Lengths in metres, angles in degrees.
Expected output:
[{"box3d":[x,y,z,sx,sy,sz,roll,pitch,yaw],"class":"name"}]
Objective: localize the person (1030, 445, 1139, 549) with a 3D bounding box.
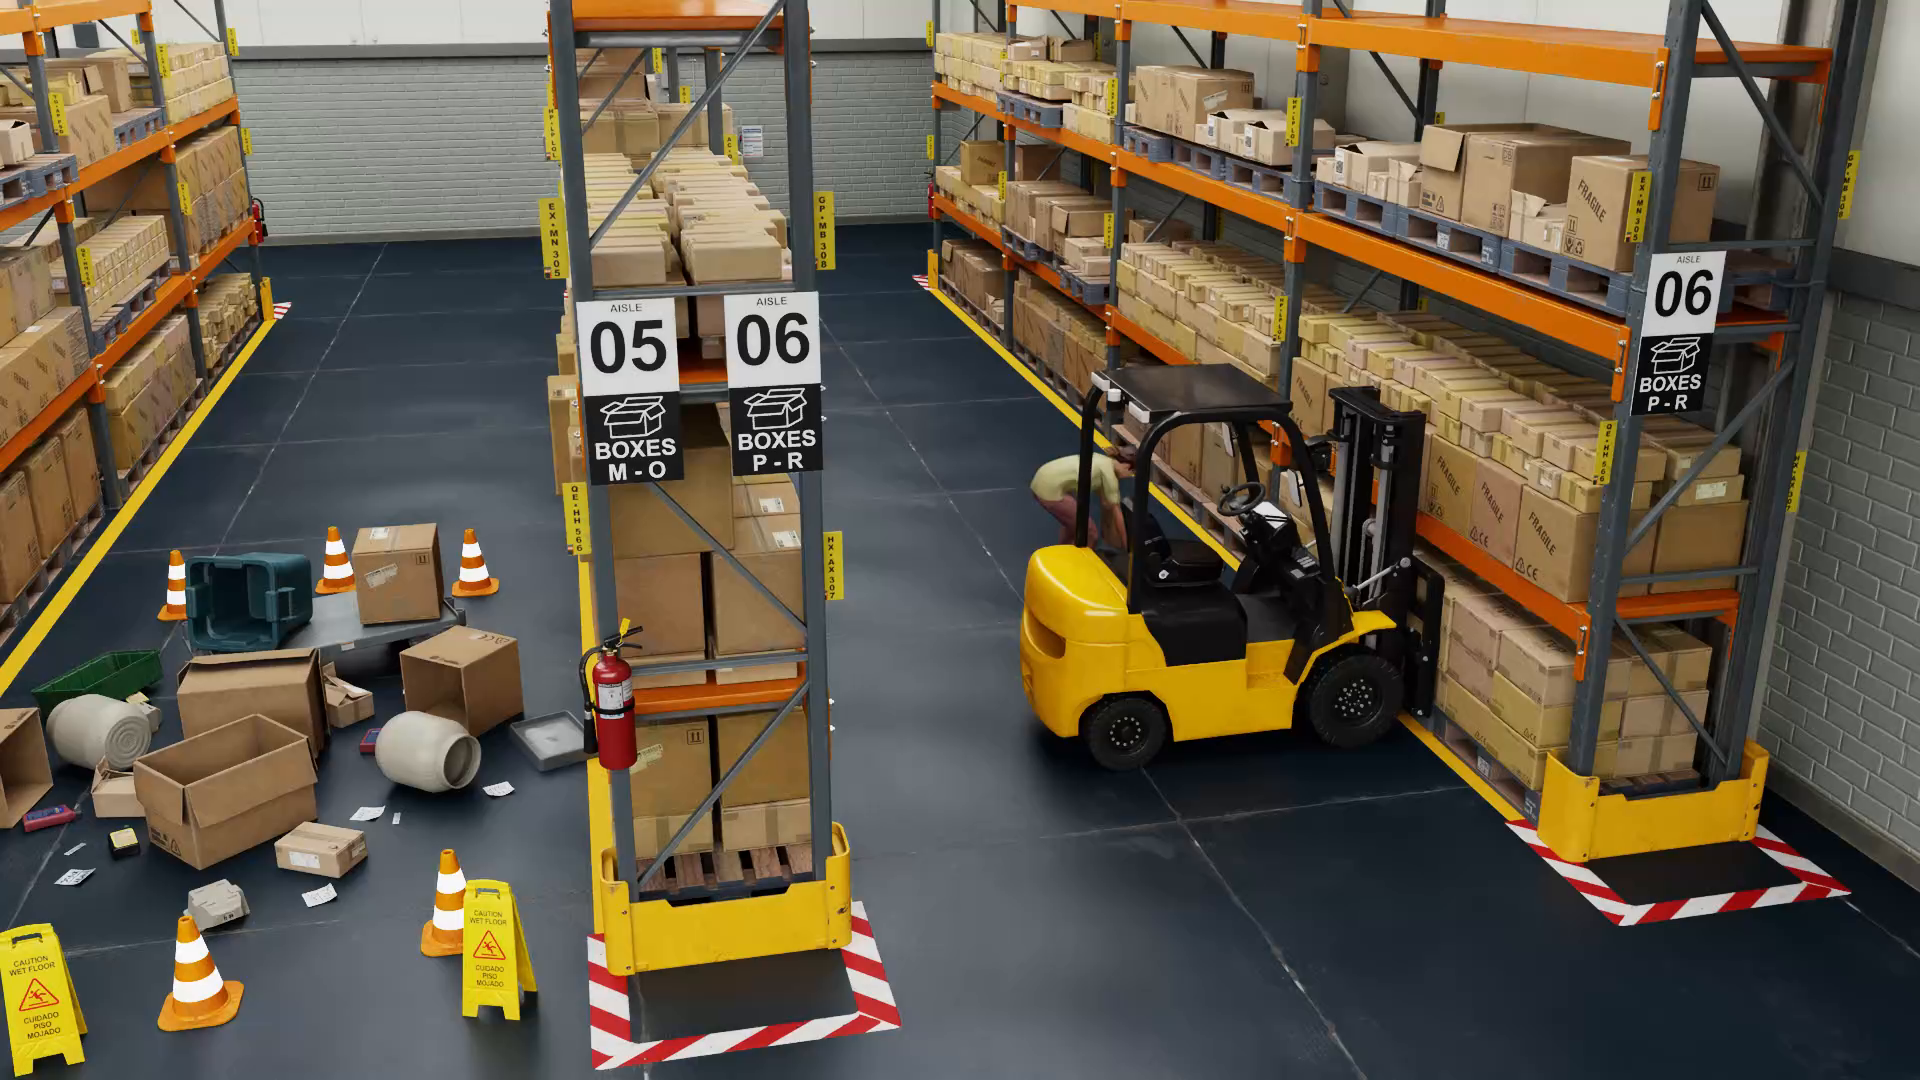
[{"box3d":[0.955,-0.174,12.437,0.863,1.083,0.439,-6,20,-15],"class":"person"}]
